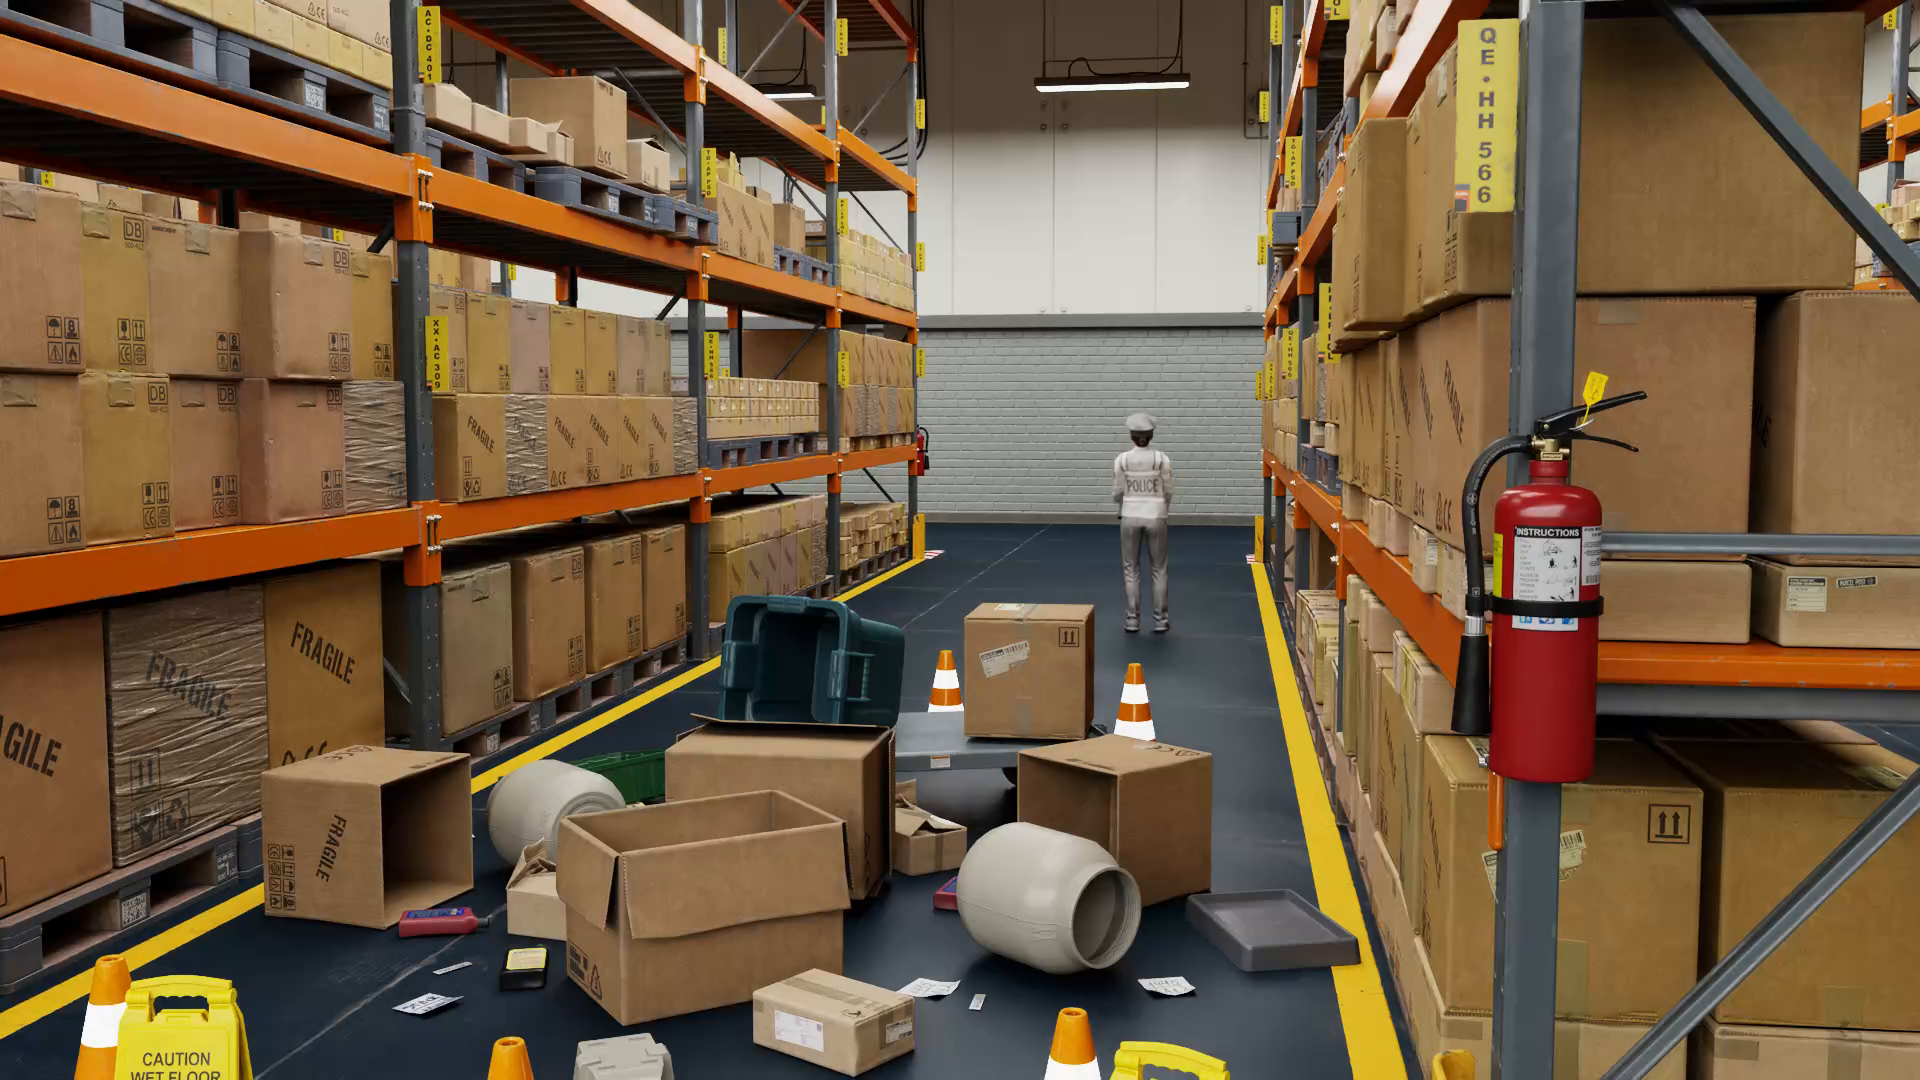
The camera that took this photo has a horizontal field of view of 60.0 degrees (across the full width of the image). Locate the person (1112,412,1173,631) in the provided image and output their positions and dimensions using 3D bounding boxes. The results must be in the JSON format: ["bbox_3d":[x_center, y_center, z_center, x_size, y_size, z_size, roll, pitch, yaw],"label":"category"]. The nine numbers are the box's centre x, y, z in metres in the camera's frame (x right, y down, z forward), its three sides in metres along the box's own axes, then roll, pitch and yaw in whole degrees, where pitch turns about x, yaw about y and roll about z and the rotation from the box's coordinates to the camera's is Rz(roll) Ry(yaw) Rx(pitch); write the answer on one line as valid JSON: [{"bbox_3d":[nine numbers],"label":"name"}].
[{"bbox_3d":[1.416,-0.139,12.902,0.469,1.698,0.548,1,5,8],"label":"person"}]
